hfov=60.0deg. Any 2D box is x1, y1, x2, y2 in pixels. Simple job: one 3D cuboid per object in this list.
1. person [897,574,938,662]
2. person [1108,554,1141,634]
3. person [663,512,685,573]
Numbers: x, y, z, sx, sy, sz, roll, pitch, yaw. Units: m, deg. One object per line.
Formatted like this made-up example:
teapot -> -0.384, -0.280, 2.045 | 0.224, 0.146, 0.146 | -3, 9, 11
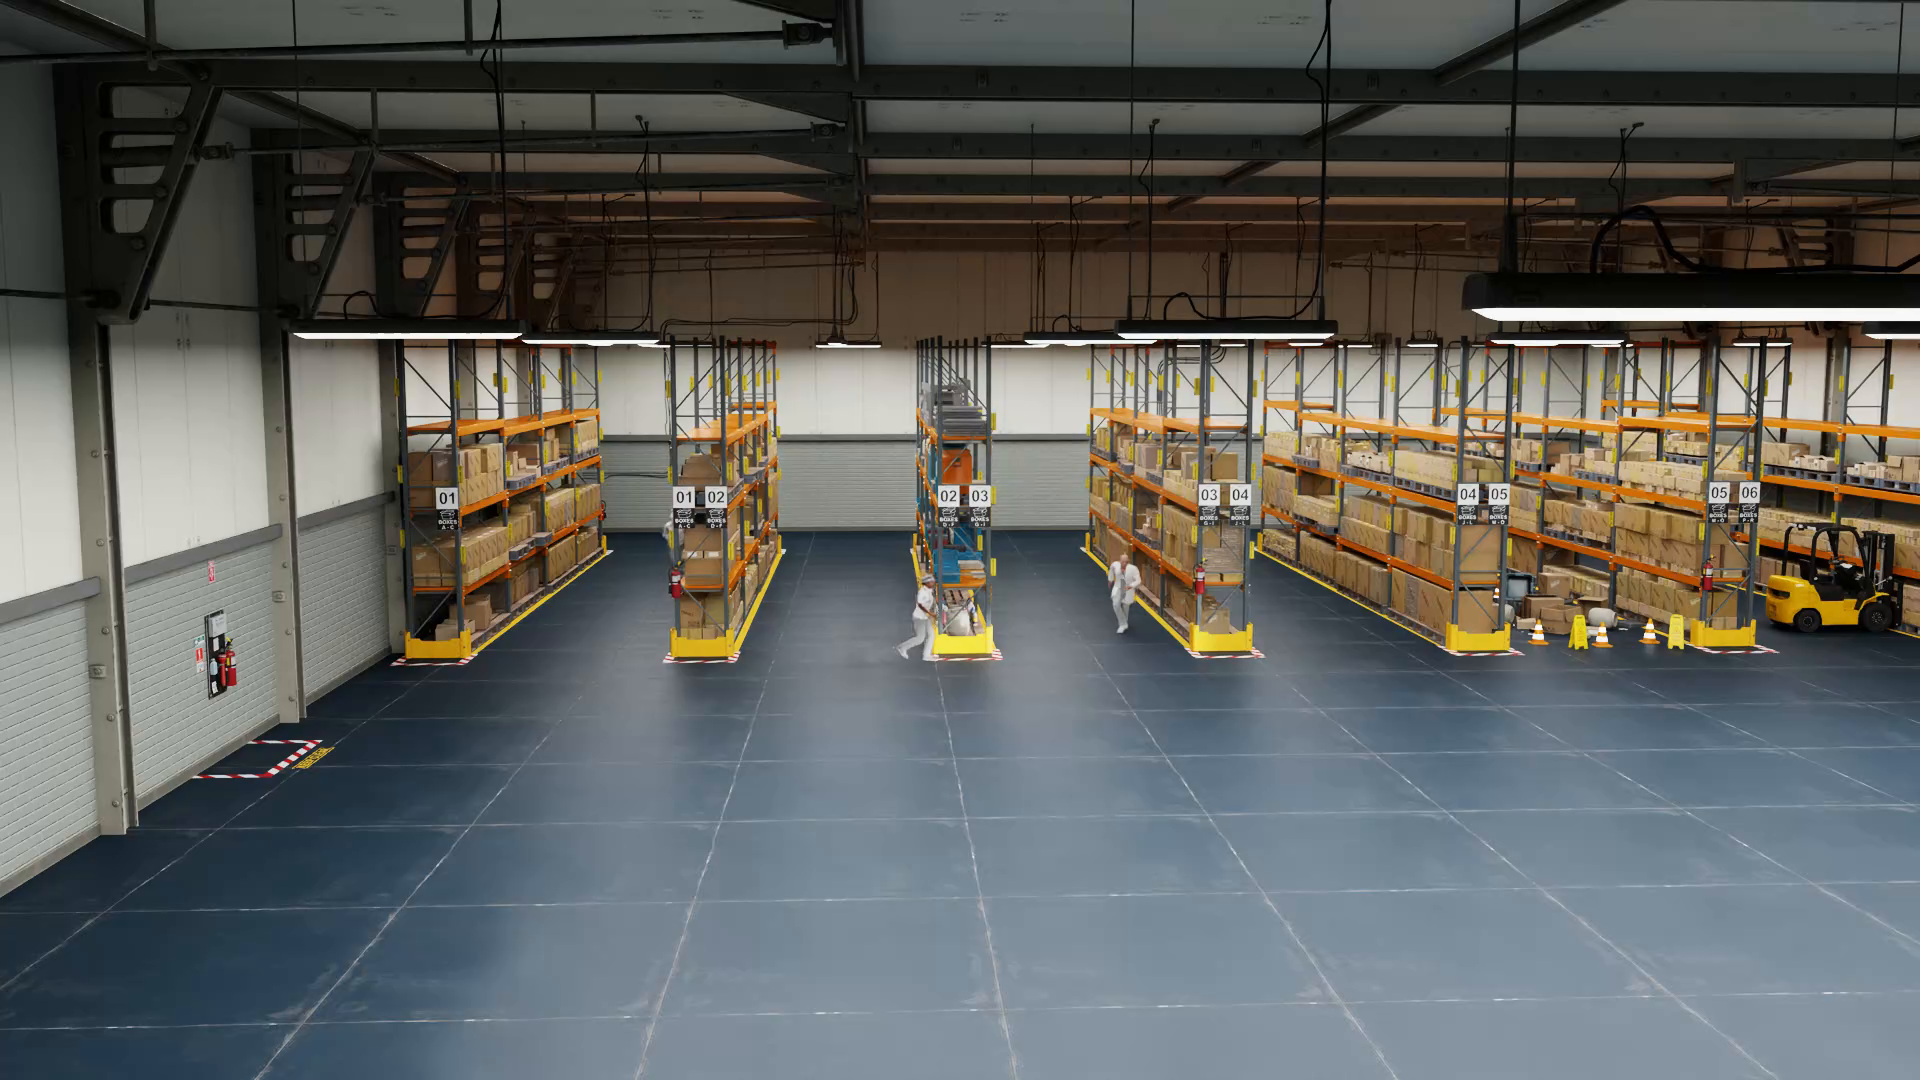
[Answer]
person -> -0.778, 1.434, 30.710 | 0.776, 1.648, 0.571 | 1, 7, 12
person -> 3.364, 1.069, 33.970 | 0.728, 1.575, 1.155 | 2, 7, 13
person -> -7.221, 0.107, 42.240 | 0.650, 1.663, 0.752 | -1, 7, -13
